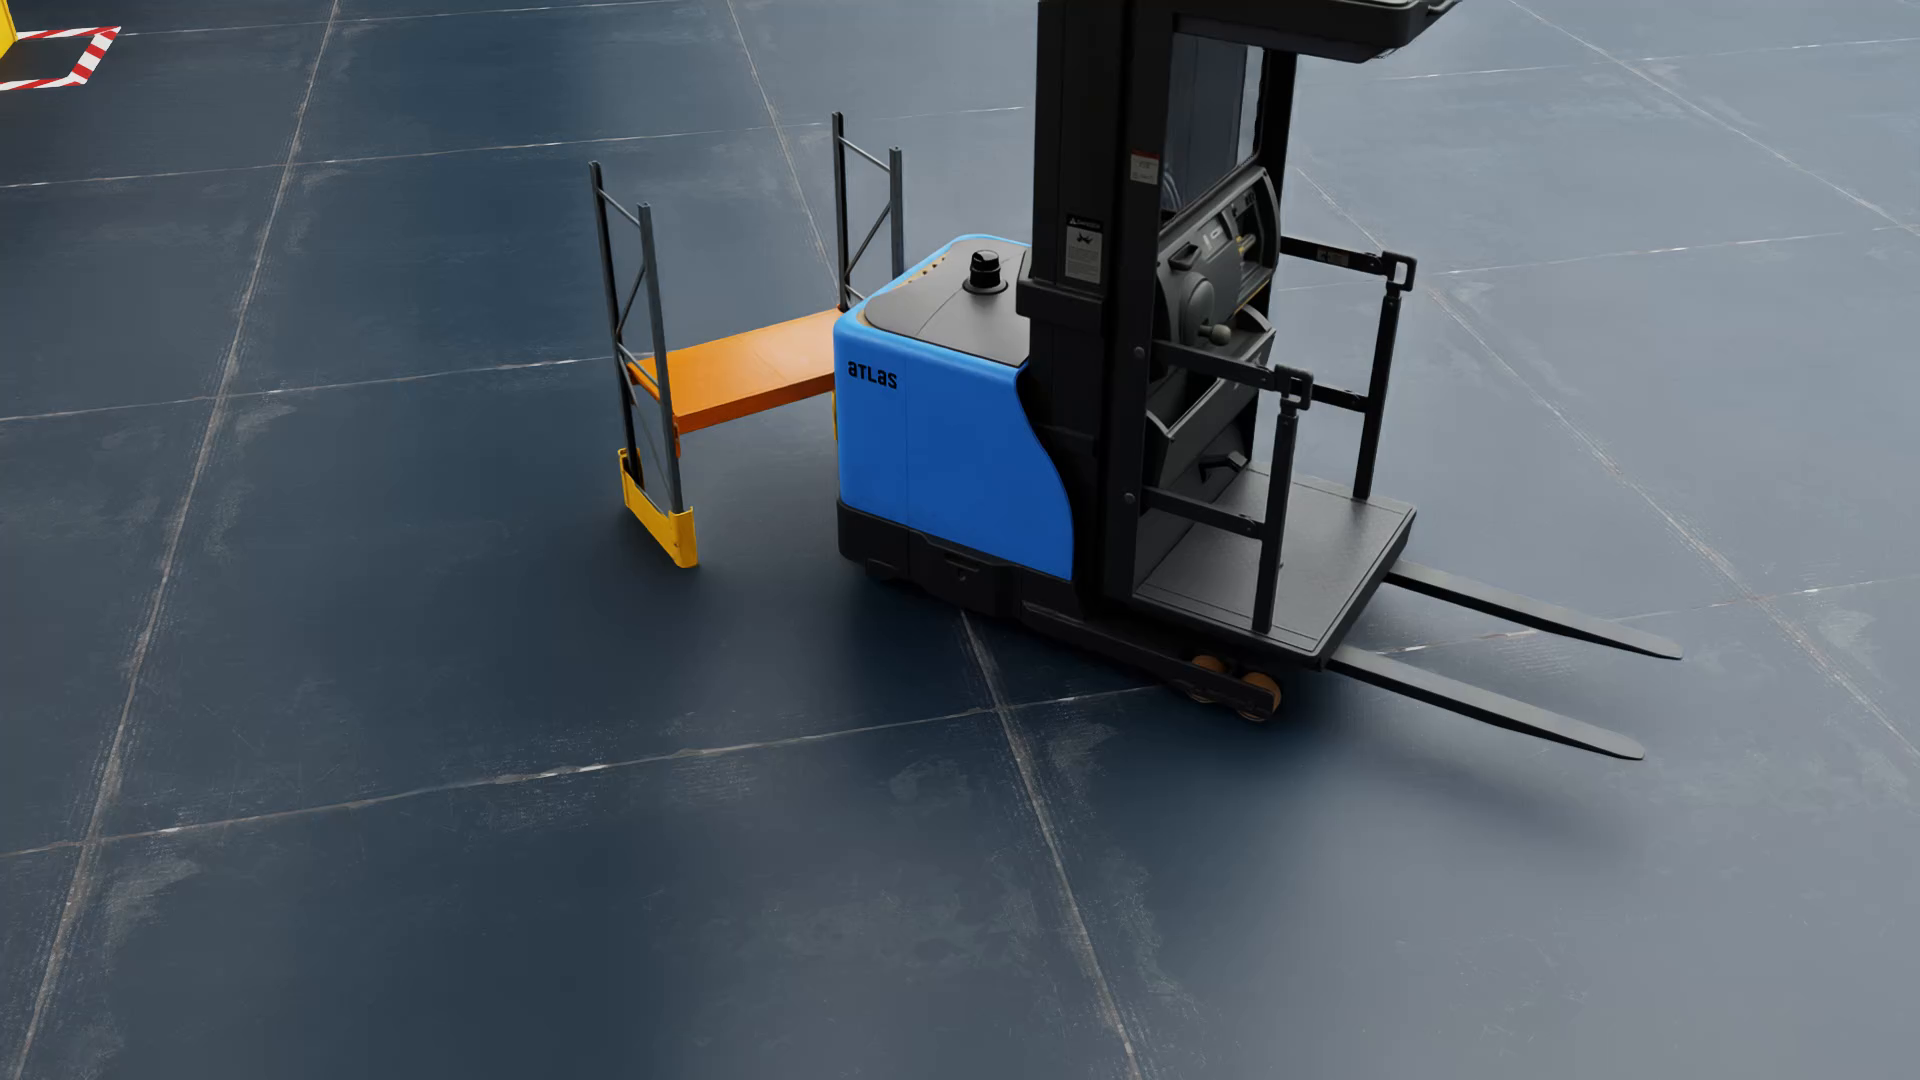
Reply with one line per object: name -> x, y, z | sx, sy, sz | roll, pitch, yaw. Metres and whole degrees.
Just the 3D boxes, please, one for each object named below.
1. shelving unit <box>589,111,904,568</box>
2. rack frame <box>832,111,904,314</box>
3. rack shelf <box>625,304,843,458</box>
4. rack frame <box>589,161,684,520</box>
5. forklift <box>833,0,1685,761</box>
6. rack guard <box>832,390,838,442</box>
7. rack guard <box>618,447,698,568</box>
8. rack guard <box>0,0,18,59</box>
shelving unit -> -0.802, -0.805, 6.603 | 1.083, 1.500, 0.587 | -19, 38, -26
rack frame -> -0.364, -0.958, 6.831 | 0.032, 1.500, 0.500 | -19, 38, -26
rack shelf -> -0.795, -0.658, 6.708 | 1.000, 0.185, 0.538 | -19, 38, -26
rack frame -> -1.226, -0.657, 6.384 | 0.032, 1.500, 0.500 | -19, 38, -26
forklift -> 1.050, -0.924, 5.497 | 3.031, 2.935, 1.130 | 18, 38, 25
rack guard -> -0.380, -0.433, 7.171 | 0.087, 0.250, 0.587 | -19, 38, -26
rack guard -> -1.224, -0.139, 6.732 | 0.087, 0.250, 0.587 | -19, 38, -26
rack guard -> -6.991, -3.592, 11.654 | 0.348, 0.500, 1.175 | -7, 35, -11
